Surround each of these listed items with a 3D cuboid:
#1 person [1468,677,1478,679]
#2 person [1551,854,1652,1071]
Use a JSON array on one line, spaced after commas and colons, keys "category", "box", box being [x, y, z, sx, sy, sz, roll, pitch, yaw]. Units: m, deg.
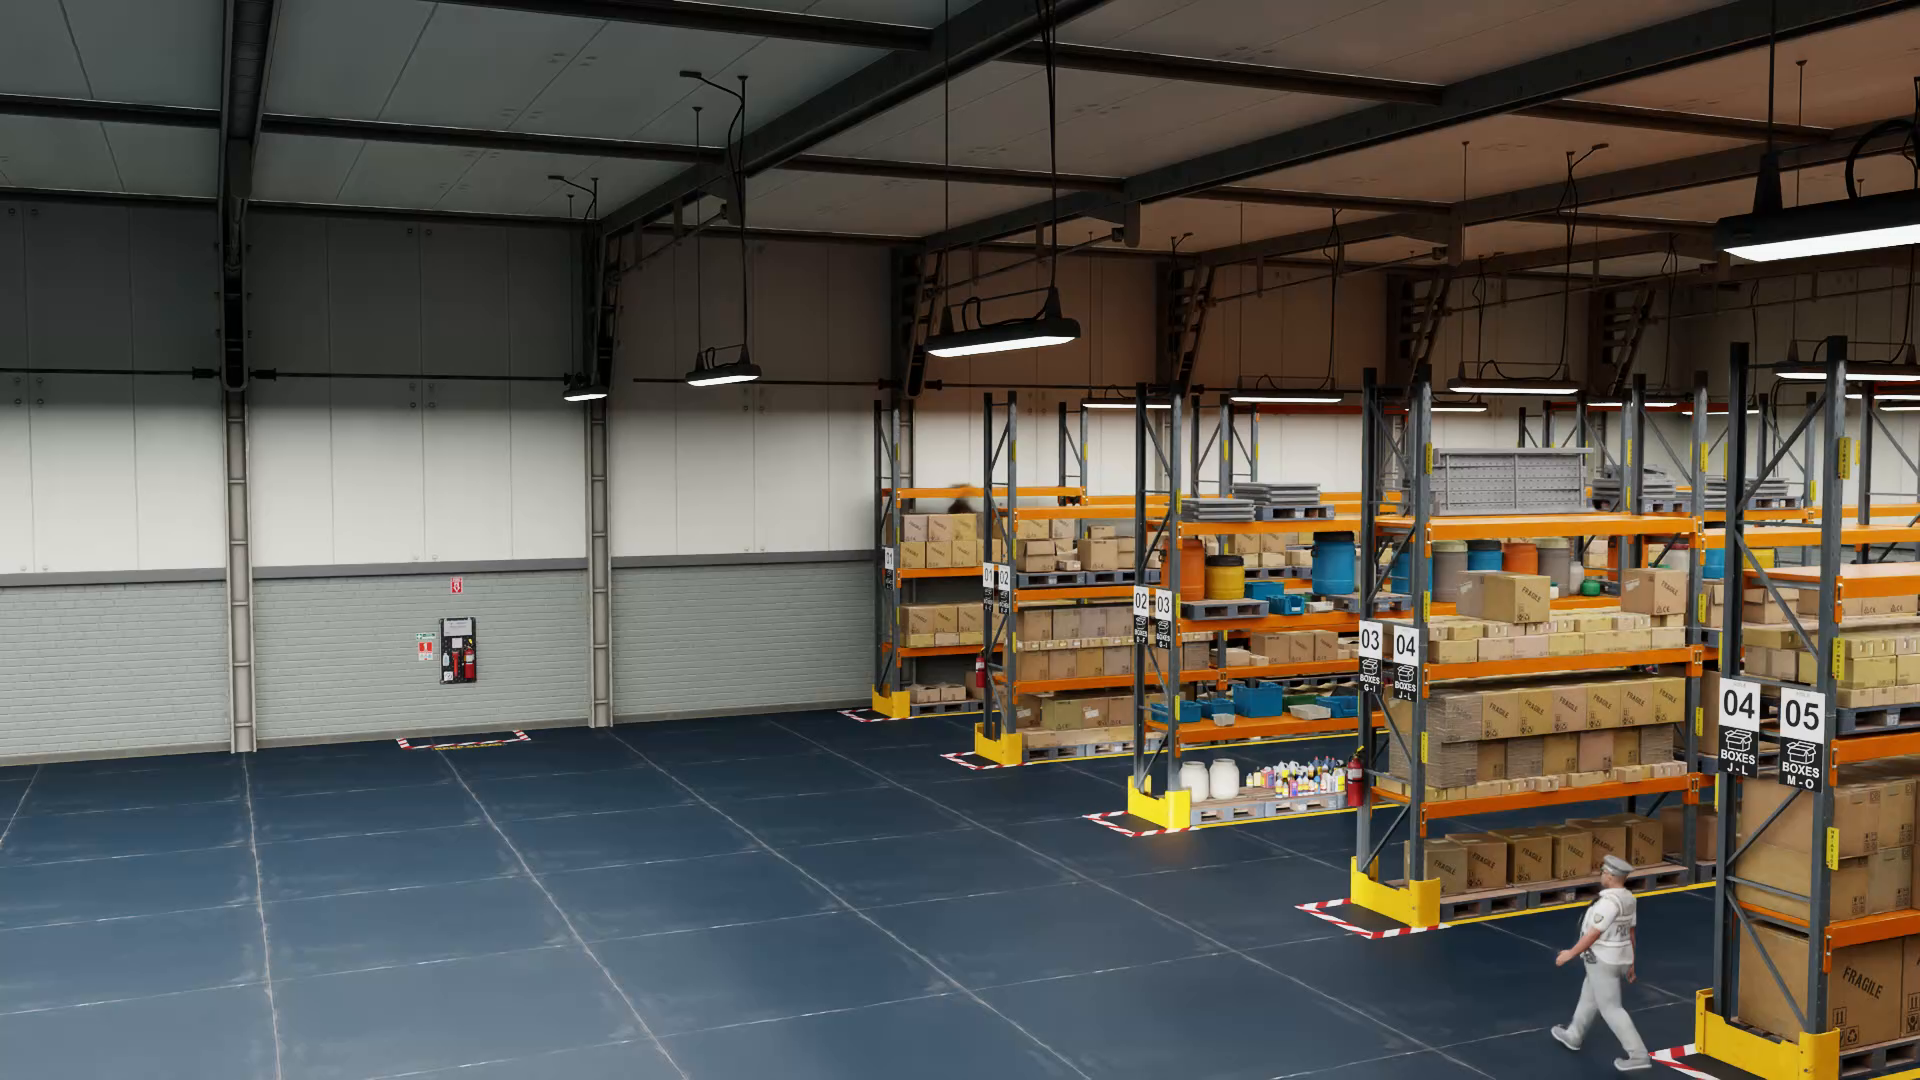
[{"category": "person", "box": [8.440, 2.714, 27.250, 1.028, 1.648, 0.549, -1, 4, -24]}, {"category": "person", "box": [5.376, 3.493, 13.890, 0.597, 1.721, 1.050, -3, 4, -40]}]
